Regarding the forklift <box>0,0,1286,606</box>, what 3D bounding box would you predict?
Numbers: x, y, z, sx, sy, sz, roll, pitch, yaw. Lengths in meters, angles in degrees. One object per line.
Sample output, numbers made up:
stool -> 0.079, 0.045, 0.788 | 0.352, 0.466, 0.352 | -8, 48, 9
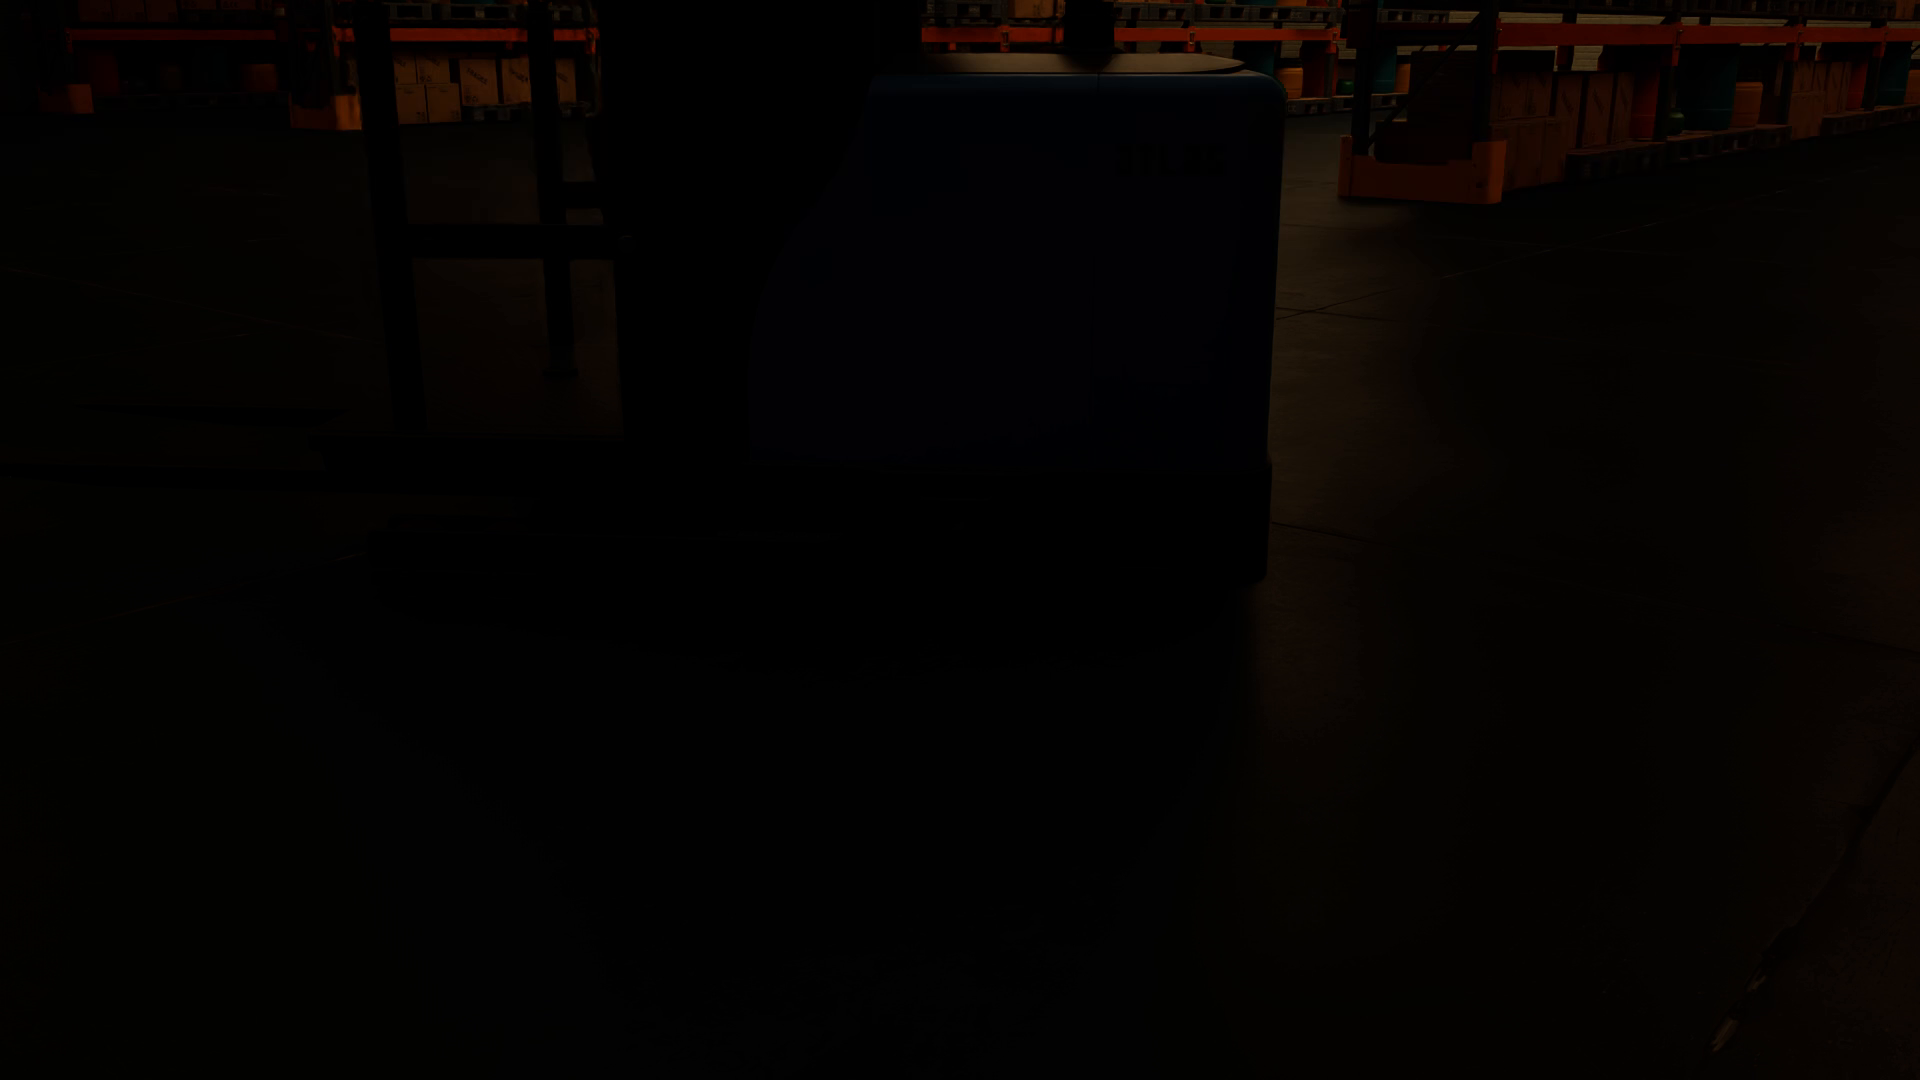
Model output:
forklift -> -0.834, -1.424, 3.588 | 3.031, 2.935, 1.130 | 2, 17, 5
